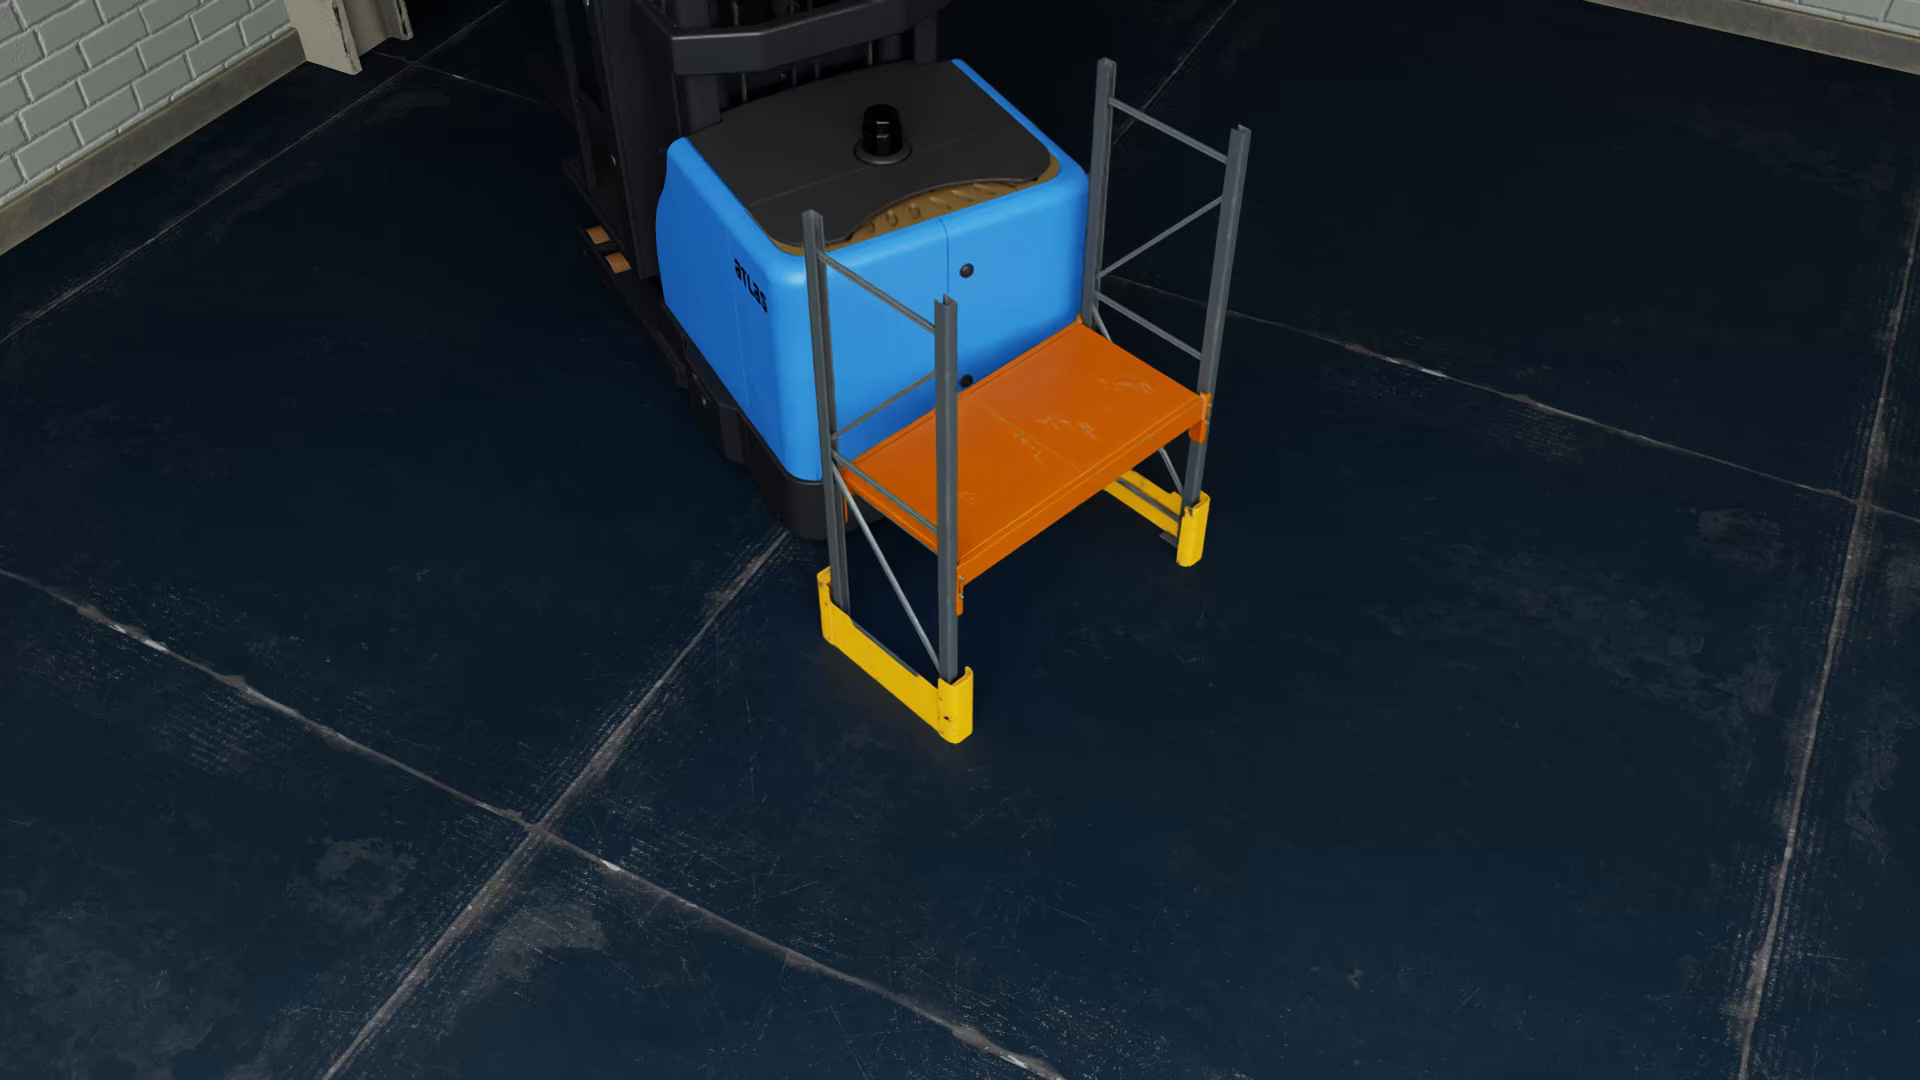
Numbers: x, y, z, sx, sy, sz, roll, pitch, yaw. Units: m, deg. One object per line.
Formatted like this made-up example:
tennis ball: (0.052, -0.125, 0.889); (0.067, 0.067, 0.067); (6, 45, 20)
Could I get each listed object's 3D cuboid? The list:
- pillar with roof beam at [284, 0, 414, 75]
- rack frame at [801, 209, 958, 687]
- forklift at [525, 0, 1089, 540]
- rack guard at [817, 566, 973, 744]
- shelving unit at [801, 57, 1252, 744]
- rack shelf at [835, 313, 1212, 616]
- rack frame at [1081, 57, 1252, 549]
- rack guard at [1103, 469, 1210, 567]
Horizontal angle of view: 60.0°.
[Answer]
pillar with roof beam: (1.126, -3.946, 2.823); (9.100, 9.000, 0.400); (20, 49, 19)
rack frame: (-0.189, -0.117, 4.311); (0.032, 1.500, 0.500); (-34, 54, -29)
forklift: (-0.774, -2.072, 5.237); (1.130, 2.935, 3.031); (-22, 49, -20)
rack guard: (-0.188, 0.322, 4.756); (0.087, 0.250, 0.587); (-34, 54, -29)
shelving unit: (0.172, -0.362, 4.554); (1.083, 1.500, 0.587); (-34, 54, -29)
rack shelf: (0.178, -0.240, 4.686); (1.000, 0.185, 0.538); (-34, 54, -29)
rack frame: (0.546, -0.617, 4.805); (0.032, 1.500, 0.500); (-34, 54, -29)
rack guard: (0.532, -0.168, 5.240); (0.087, 0.250, 0.587); (-34, 54, -29)
